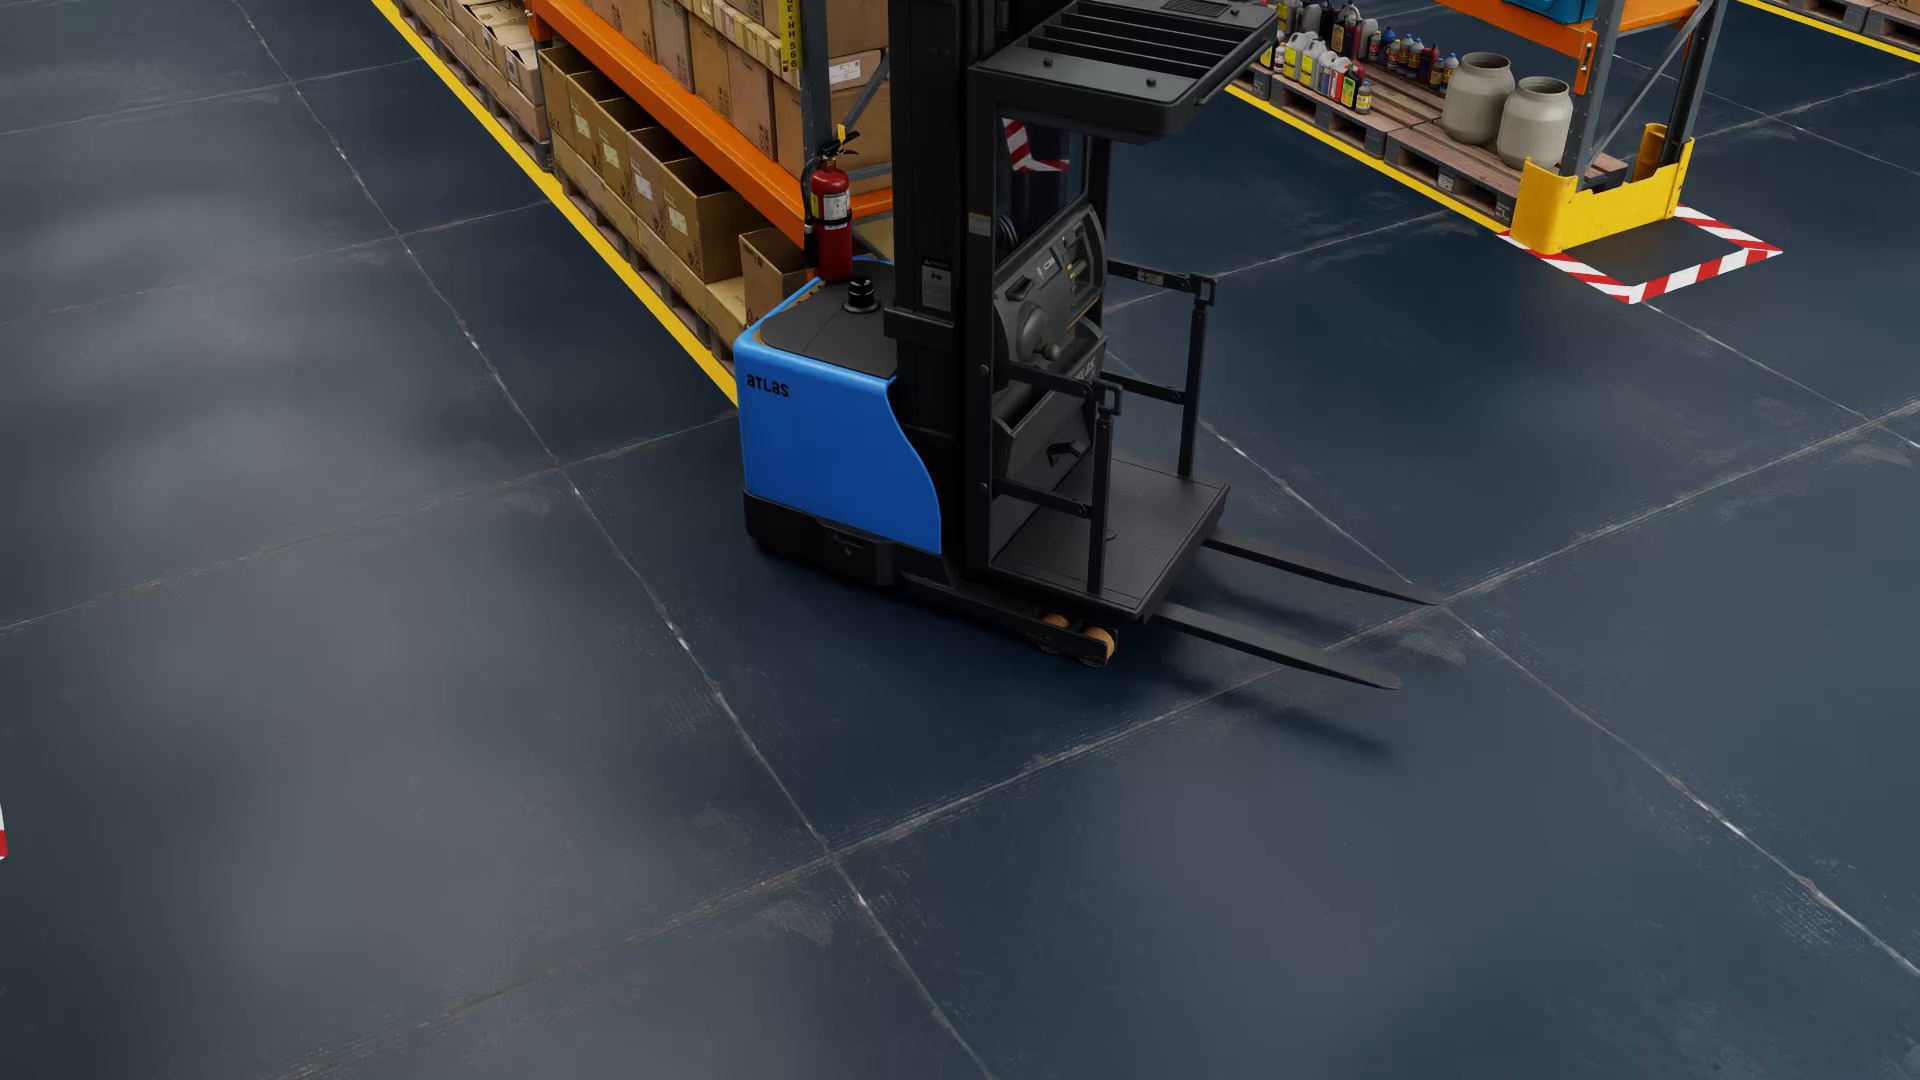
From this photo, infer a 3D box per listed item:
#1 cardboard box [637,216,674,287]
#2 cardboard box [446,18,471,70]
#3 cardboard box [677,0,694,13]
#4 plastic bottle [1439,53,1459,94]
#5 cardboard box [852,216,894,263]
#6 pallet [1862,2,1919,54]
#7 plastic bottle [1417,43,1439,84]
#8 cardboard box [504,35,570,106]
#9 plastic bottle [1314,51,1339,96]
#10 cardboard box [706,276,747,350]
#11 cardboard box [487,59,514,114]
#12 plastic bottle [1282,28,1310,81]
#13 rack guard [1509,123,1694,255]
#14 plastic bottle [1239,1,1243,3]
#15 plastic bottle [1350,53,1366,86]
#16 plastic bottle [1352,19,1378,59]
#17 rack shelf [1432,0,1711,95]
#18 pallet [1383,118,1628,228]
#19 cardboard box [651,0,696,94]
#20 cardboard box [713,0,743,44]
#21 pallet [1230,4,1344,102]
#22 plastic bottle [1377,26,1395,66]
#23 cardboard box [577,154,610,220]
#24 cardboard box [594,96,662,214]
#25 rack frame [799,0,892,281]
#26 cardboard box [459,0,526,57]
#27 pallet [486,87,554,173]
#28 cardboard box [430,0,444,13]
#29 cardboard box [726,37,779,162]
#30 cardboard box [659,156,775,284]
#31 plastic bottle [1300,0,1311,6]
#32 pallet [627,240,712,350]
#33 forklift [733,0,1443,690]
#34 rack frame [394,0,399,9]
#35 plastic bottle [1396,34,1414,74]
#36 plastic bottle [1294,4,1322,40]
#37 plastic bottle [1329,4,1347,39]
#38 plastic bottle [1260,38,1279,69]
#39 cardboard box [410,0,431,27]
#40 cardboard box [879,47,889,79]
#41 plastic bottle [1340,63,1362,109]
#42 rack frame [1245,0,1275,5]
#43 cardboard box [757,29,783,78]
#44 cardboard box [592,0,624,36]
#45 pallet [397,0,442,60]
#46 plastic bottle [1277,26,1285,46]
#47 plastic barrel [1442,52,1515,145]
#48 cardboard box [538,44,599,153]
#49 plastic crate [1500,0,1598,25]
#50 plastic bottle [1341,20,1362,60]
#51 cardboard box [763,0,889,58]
[{"bbox_3d":[-1.513,-1.710,9.523,0.500,0.250,0.500,-19,40,-24],"label":"cardboard box"},{"bbox_3d":[-3.458,-3.707,12.258,0.500,0.250,0.500,-18,40,-23],"label":"cardboard box"},{"bbox_3d":[-1.233,-2.804,8.411,0.380,0.149,0.250,-18,40,-23],"label":"cardboard box"},{"bbox_3d":[3.419,-3.262,11.614,0.097,0.271,0.097,0,36,0],"label":"plastic bottle"},{"bbox_3d":[-0.554,-1.659,8.818,0.500,0.500,0.500,-19,40,-24],"label":"cardboard box"},{"bbox_3d":[7.927,-3.975,13.013,1.003,0.211,1.213,-19,40,-24],"label":"pallet"},{"bbox_3d":[3.321,-3.388,11.775,0.061,0.283,0.133,-18,40,-23],"label":"plastic bottle"},{"bbox_3d":[-2.686,-3.151,11.020,0.500,0.311,0.500,-19,40,-24],"label":"cardboard box"},{"bbox_3d":[2.586,-3.261,11.608,0.152,0.276,0.135,-20,41,-25],"label":"plastic bottle"},{"bbox_3d":[-1.011,-1.200,8.825,0.500,0.250,0.500,-19,40,-24],"label":"cardboard box"},{"bbox_3d":[-2.946,-3.187,11.545,0.500,0.250,0.500,-20,40,-25],"label":"cardboard box"},{"bbox_3d":[2.406,-3.470,11.830,0.144,0.351,0.185,-19,40,-24],"label":"plastic bottle"},{"bbox_3d":[3.981,-2.185,10.317,1.175,0.500,0.348,-19,40,-24],"label":"rack guard"},{"bbox_3d":[2.109,-3.873,12.439,0.061,0.283,0.133,-19,40,-24],"label":"plastic bottle"},{"bbox_3d":[2.747,-3.225,11.553,0.061,0.283,0.133,-19,40,-24],"label":"plastic bottle"},{"bbox_3d":[2.960,-3.697,12.205,0.152,0.276,0.135,-18,40,-23],"label":"plastic bottle"},{"bbox_3d":[3.055,-3.899,11.155,1.077,0.370,4.000,-19,40,-24],"label":"rack shelf"},{"bbox_3d":[3.578,-2.484,10.972,1.003,0.211,1.213,-19,40,-24],"label":"pallet"},{"bbox_3d":[-1.228,-2.774,8.921,0.700,0.500,0.500,-18,40,-23],"label":"cardboard box"},{"bbox_3d":[-0.967,-2.537,8.045,0.380,0.149,0.250,-18,40,-23],"label":"cardboard box"},{"bbox_3d":[2.352,-3.728,12.676,1.003,0.211,1.213,-19,40,-24],"label":"pallet"},{"bbox_3d":[3.094,-3.591,12.064,0.097,0.271,0.097,0,36,0],"label":"plastic bottle"},{"bbox_3d":[-2.017,-2.220,10.221,0.500,0.250,0.500,-19,40,-24],"label":"cardboard box"},{"bbox_3d":[-1.769,-2.266,9.649,0.500,0.500,0.500,-19,40,-24],"label":"cardboard box"},{"bbox_3d":[-0.225,-1.704,7.539,1.000,3.000,0.127,-19,40,-24],"label":"rack frame"},{"bbox_3d":[-3.201,-3.669,11.730,0.500,0.311,0.500,-19,40,-24],"label":"cardboard box"},{"bbox_3d":[-2.638,-2.982,11.653,1.003,0.211,1.213,-19,40,-24],"label":"pallet"},{"bbox_3d":[-3.709,-4.189,12.442,0.500,0.311,0.500,-20,41,-25],"label":"cardboard box"},{"bbox_3d":[-0.716,-2.252,8.206,0.700,0.500,0.500,-18,40,-23],"label":"cardboard box"},{"bbox_3d":[-1.266,-1.756,8.951,0.500,0.500,0.500,-19,40,-24],"label":"cardboard box"},{"bbox_3d":[2.623,-4.074,12.658,0.144,0.351,0.185,-20,41,-25],"label":"plastic bottle"},{"bbox_3d":[-1.254,-1.577,9.729,1.003,0.211,1.213,-19,40,-24],"label":"pallet"},{"bbox_3d":[0.553,-1.009,6.646,3.031,2.935,1.130,18,40,22],"label":"forklift"},{"bbox_3d":[-4.244,-5.783,13.125,1.000,3.000,0.127,-19,40,-24],"label":"rack frame"},{"bbox_3d":[3.196,-3.488,11.923,0.097,0.271,0.097,0,36,0],"label":"plastic bottle"},{"bbox_3d":[2.604,-3.889,12.468,0.152,0.276,0.135,-19,40,-24],"label":"plastic bottle"},{"bbox_3d":[2.838,-3.878,12.447,0.061,0.283,0.133,-16,39,-21],"label":"plastic bottle"},{"bbox_3d":[2.239,-3.563,12.015,0.061,0.283,0.133,-17,39,-22],"label":"plastic bottle"},{"bbox_3d":[-3.981,-4.232,12.977,0.500,0.250,0.500,-20,41,-25],"label":"cardboard box"},{"bbox_3d":[-0.235,-2.270,7.680,0.380,0.149,0.250,-19,40,-24],"label":"cardboard box"},{"bbox_3d":[2.684,-3.111,11.396,0.061,0.283,0.133,-18,40,-23],"label":"plastic bottle"},{"bbox_3d":[2.051,-5.209,12.339,1.000,3.000,0.127,-19,40,-24],"label":"rack frame"},{"bbox_3d":[-0.714,-2.277,7.690,0.380,0.149,0.250,-18,40,-23],"label":"cardboard box"},{"bbox_3d":[-1.735,-3.292,9.630,0.700,0.500,0.500,-19,40,-24],"label":"cardboard box"},{"bbox_3d":[-3.864,-4.226,13.357,1.003,0.211,1.213,-19,40,-24],"label":"pallet"},{"bbox_3d":[2.298,-3.590,12.063,0.097,0.271,0.097,0,36,0],"label":"plastic bottle"},{"bbox_3d":[3.412,-2.903,10.935,0.421,0.512,0.421,0,36,0],"label":"plastic barrel"},{"bbox_3d":[-2.272,-2.776,10.347,0.500,0.500,0.500,-19,40,-24],"label":"cardboard box"},{"bbox_3d":[3.550,-3.276,9.818,0.499,0.251,0.616,-19,40,-24],"label":"plastic crate"},{"bbox_3d":[2.868,-3.668,12.160,0.061,0.283,0.133,-19,40,-24],"label":"plastic bottle"},{"bbox_3d":[-0.475,-2.537,7.495,0.700,0.500,0.500,-19,40,-24],"label":"cardboard box"}]
